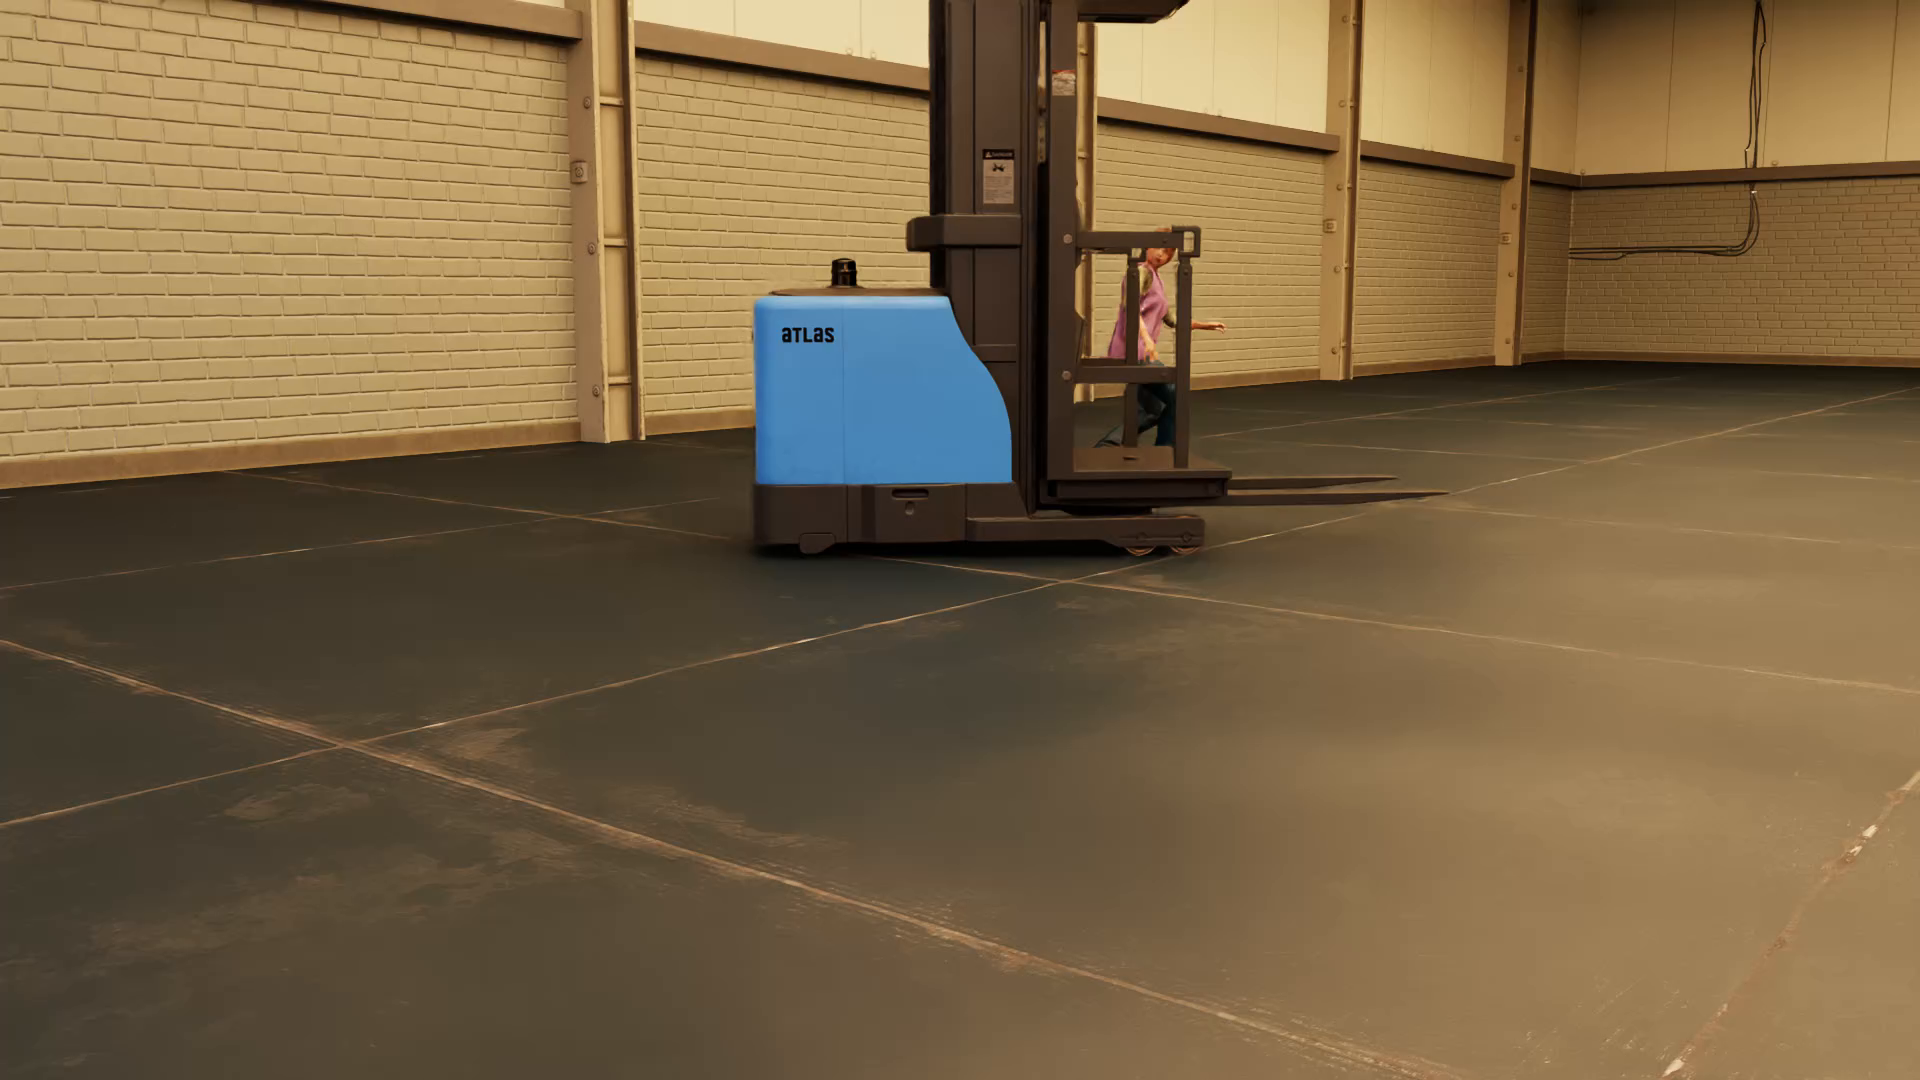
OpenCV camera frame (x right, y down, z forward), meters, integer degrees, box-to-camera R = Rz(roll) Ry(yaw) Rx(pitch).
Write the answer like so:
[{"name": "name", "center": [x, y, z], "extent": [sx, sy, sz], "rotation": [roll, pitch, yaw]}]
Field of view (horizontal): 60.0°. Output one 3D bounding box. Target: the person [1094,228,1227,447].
[{"name": "person", "center": [1.162, -1.054, 9.592], "extent": [0.774, 1.474, 0.744], "rotation": [0, 8, 2]}]

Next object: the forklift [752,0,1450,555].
[{"name": "forklift", "center": [0.607, -1.461, 7.267], "extent": [3.031, 2.935, 1.130], "rotation": [-1, 8, -6]}]
